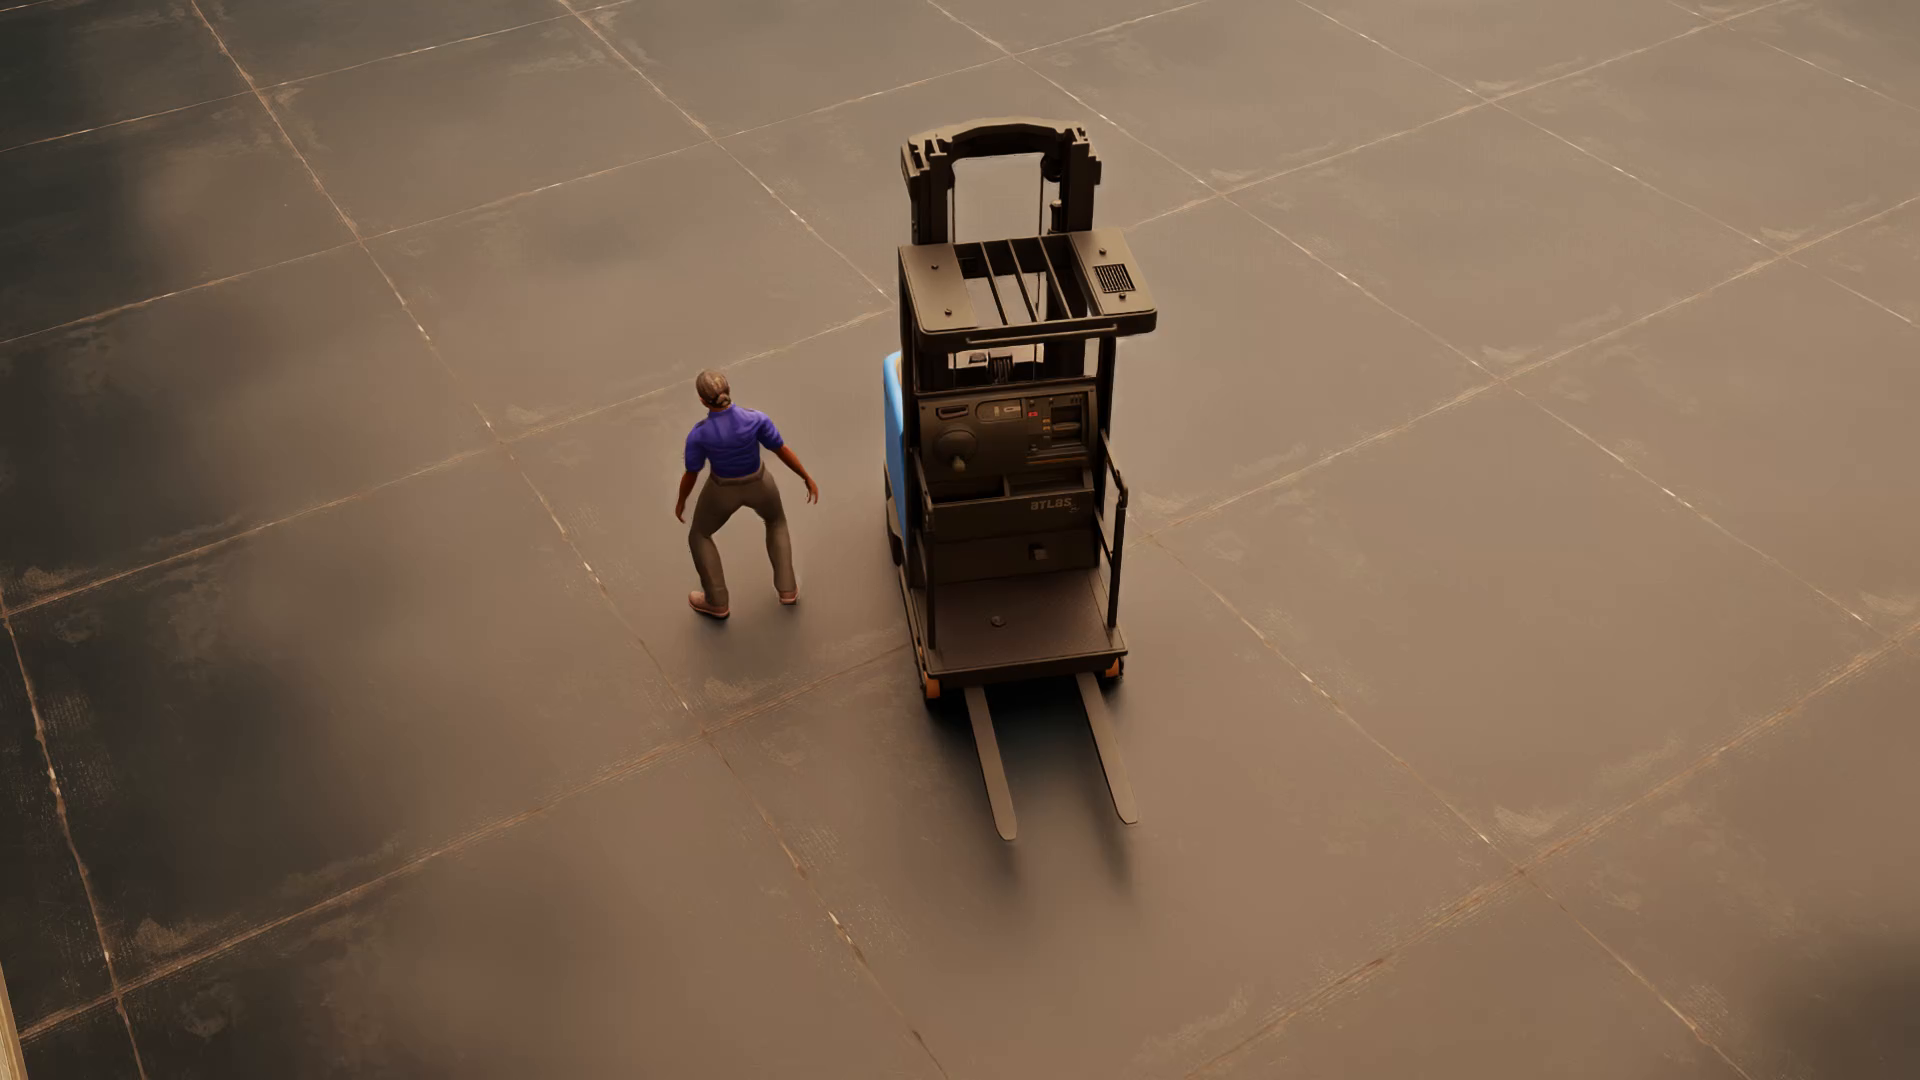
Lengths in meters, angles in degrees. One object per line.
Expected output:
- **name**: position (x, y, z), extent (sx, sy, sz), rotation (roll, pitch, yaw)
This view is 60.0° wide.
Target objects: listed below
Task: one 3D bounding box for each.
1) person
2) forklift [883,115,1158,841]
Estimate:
- **person**: position (-1.186, -0.262, 9.210), extent (0.798, 1.581, 0.468), rotation (-9, 42, -10)
- **forklift**: position (0.289, -0.493, 8.435), extent (1.130, 2.935, 3.031), rotation (-6, 42, -7)
